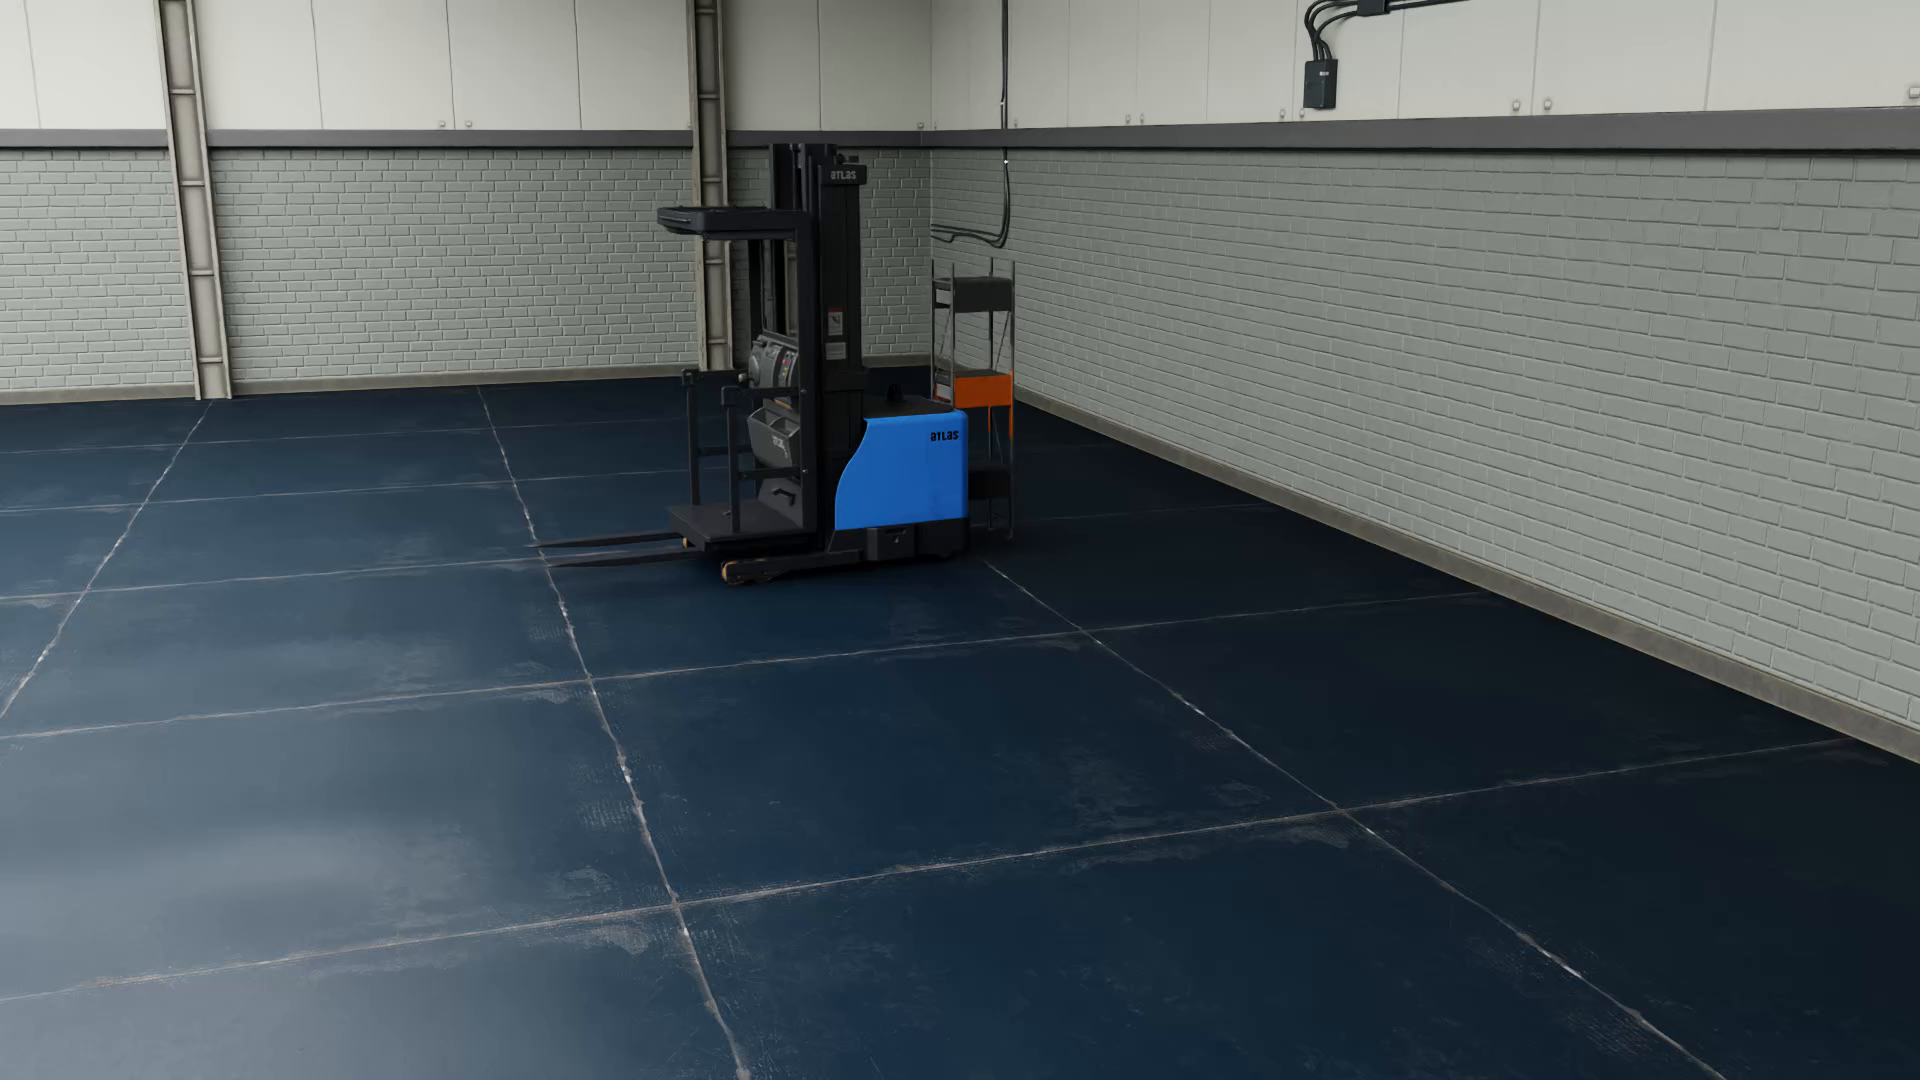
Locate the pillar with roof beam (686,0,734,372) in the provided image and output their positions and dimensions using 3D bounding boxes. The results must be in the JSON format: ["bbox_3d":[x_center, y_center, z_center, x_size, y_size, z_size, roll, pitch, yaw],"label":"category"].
[{"bbox_3d":[-1.796,-5.572,16.622,0.400,9.000,9.100,-4,14,-18],"label":"pillar with roof beam"}]

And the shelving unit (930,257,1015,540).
[{"bbox_3d":[0.091,-1.040,12.479,0.503,2.100,0.431,-6,15,-24],"label":"shelving unit"}]

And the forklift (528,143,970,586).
[{"bbox_3d":[-1.488,-1.253,11.579,3.031,2.935,1.130,-6,15,-24],"label":"forklift"}]

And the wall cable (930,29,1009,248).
[{"bbox_3d":[0.045,-4.933,20.646,0.112,2.526,3.097,-4,14,-18],"label":"wall cable"}]

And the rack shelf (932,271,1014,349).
[{"bbox_3d":[0.091,-1.708,12.321,0.480,0.518,0.431,-6,15,-24],"label":"rack shelf"}]

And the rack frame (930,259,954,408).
[{"bbox_3d":[-0.131,-1.017,12.381,0.015,2.100,0.400,-6,15,-24],"label":"rack frame"}]

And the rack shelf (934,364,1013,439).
[{"bbox_3d":[0.091,-1.027,12.483,0.480,0.518,0.431,-6,15,-24],"label":"rack shelf"}]

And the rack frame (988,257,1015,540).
[{"bbox_3d":[0.313,-1.064,12.578,0.015,2.100,0.400,-6,15,-24],"label":"rack frame"}]

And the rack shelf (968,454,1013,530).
[{"bbox_3d":[0.091,-0.346,12.645,0.480,0.518,0.431,-6,15,-24],"label":"rack shelf"}]

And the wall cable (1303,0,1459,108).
[{"bbox_3d":[3.058,-6.015,11.135,0.169,6.003,2.305,-4,14,-18],"label":"wall cable"}]

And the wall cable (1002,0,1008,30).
[{"bbox_3d":[0.908,-6.797,17.567,0.112,2.526,3.097,-4,14,-18],"label":"wall cable"}]

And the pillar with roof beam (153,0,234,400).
[{"bbox_3d":[-7.483,-5.129,14.761,0.400,9.000,9.100,-4,14,-18],"label":"pillar with roof beam"}]
